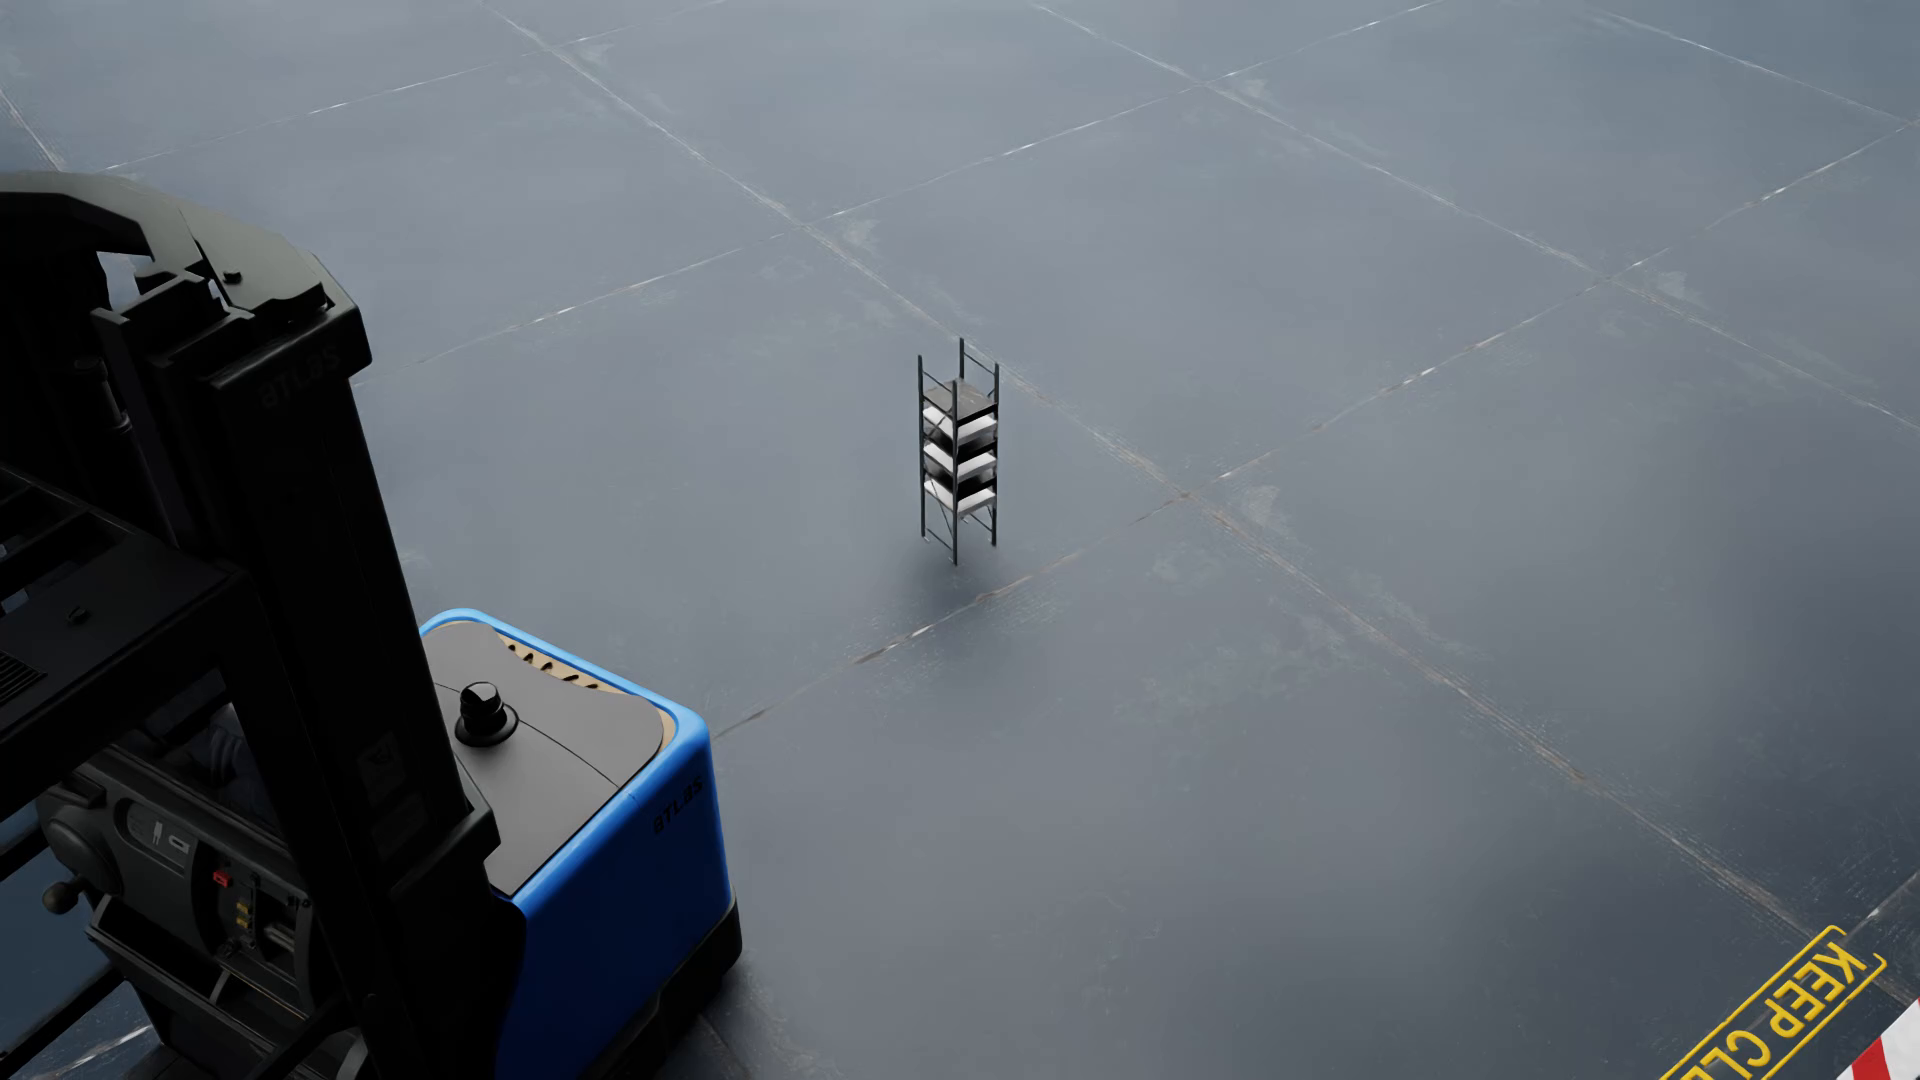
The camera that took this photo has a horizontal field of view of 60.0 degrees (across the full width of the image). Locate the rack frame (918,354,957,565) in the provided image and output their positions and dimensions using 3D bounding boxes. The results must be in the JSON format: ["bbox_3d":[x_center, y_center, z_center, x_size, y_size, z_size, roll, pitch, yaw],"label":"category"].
[{"bbox_3d":[-0.087,-0.305,6.603,0.006,0.900,0.240,-26,46,-28],"label":"rack frame"}]

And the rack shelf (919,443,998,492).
[{"bbox_3d":[-0.006,-0.319,6.672,0.200,0.077,0.258,-26,46,-28],"label":"rack shelf"}]

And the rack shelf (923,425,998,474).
[{"bbox_3d":[-0.006,-0.389,6.615,0.200,0.077,0.258,-26,46,-28],"label":"rack shelf"}]

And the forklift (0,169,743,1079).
[{"bbox_3d":[-1.882,0.836,3.610,1.130,2.935,3.031,21,44,24],"label":"forklift"}]

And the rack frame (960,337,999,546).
[{"bbox_3d":[0.074,-0.384,6.699,0.006,0.900,0.240,-26,46,-28],"label":"rack frame"}]

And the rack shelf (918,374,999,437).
[{"bbox_3d":[-0.006,-0.528,6.501,0.200,0.077,0.258,-26,46,-28],"label":"rack shelf"}]

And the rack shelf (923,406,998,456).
[{"bbox_3d":[-0.006,-0.458,6.558,0.200,0.077,0.258,-26,46,-28],"label":"rack shelf"}]

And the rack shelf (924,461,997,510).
[{"bbox_3d":[-0.006,-0.249,6.729,0.200,0.077,0.258,-26,46,-28],"label":"rack shelf"}]

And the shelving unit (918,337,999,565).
[{"bbox_3d":[-0.006,-0.345,6.651,0.210,0.900,0.258,-26,46,-28],"label":"shelving unit"}]

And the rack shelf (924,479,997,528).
[{"bbox_3d":[-0.006,-0.180,6.786,0.200,0.077,0.258,-26,46,-28],"label":"rack shelf"}]
